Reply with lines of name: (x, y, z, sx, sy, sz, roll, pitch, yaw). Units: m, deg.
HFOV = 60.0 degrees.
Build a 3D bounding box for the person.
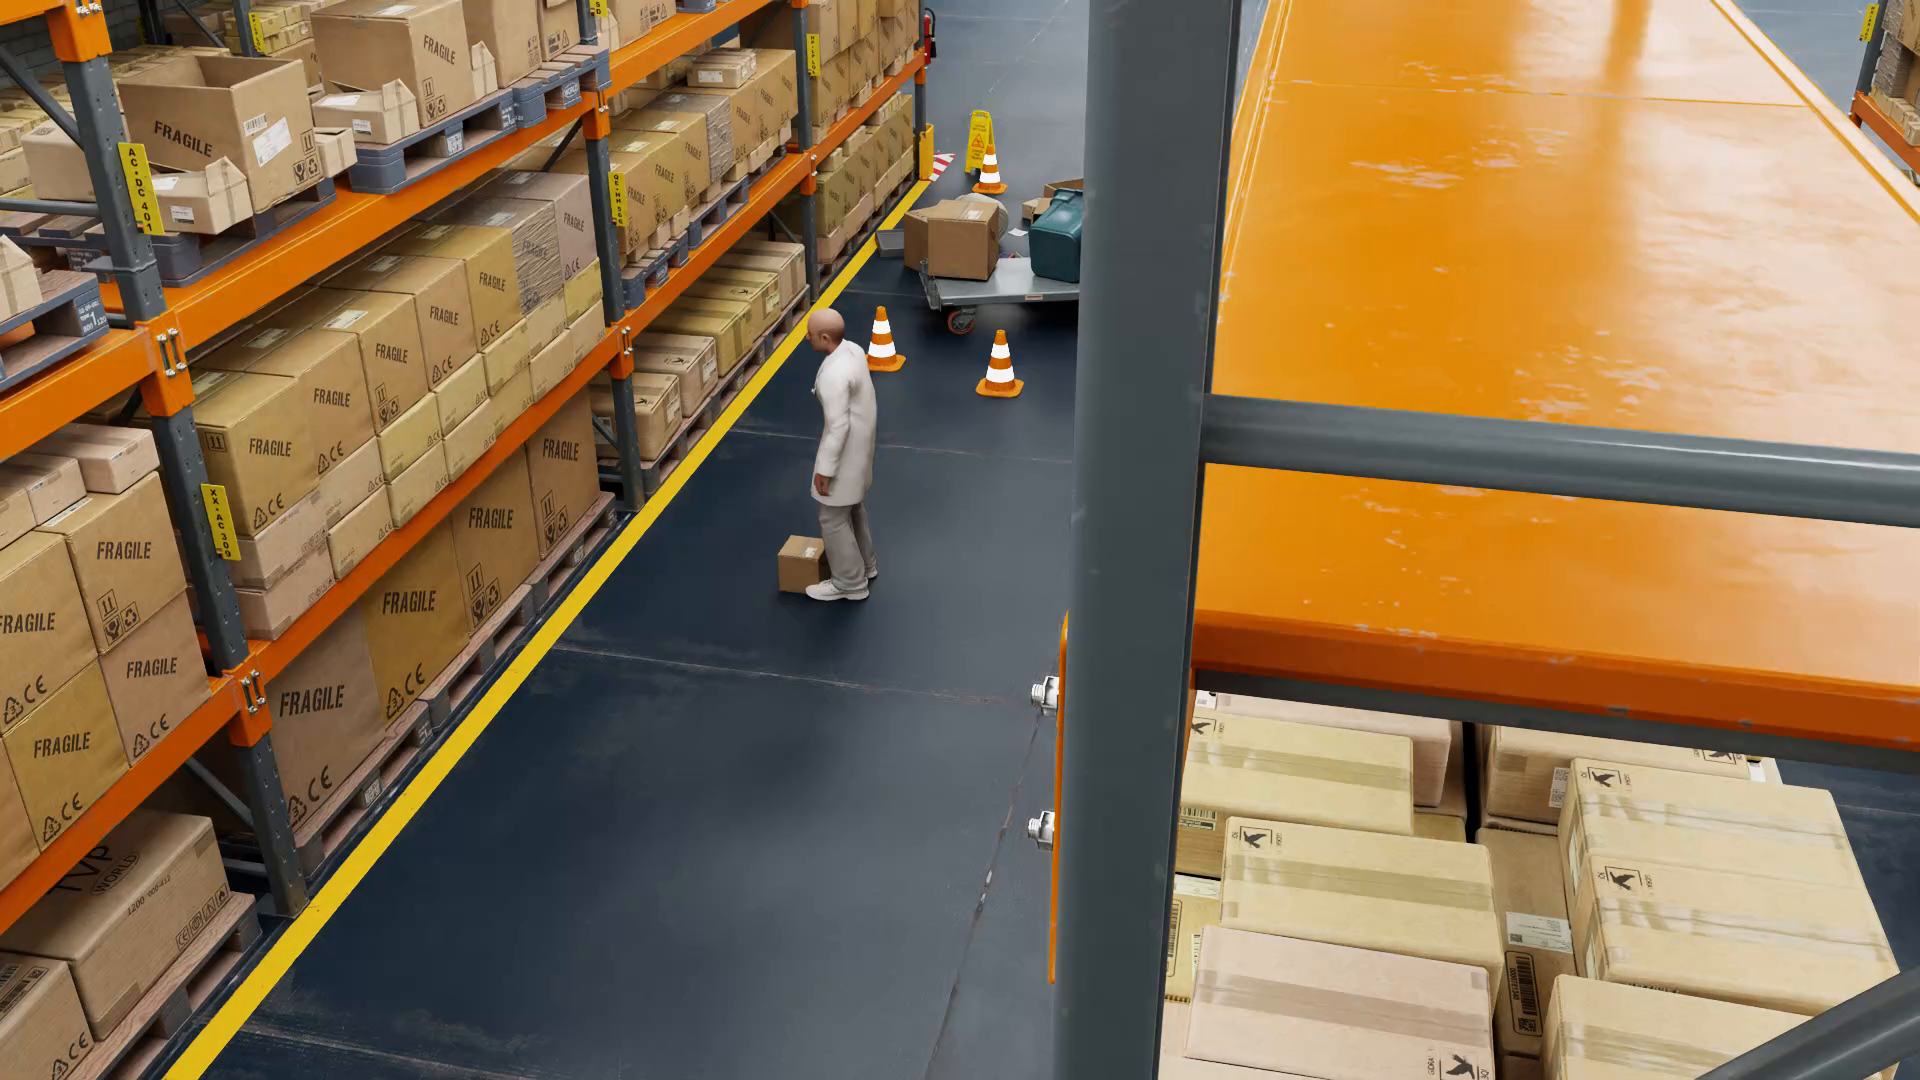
person: (-0.687, -0.492, 9.548, 0.418, 1.775, 0.656, 5, 29, 8)
